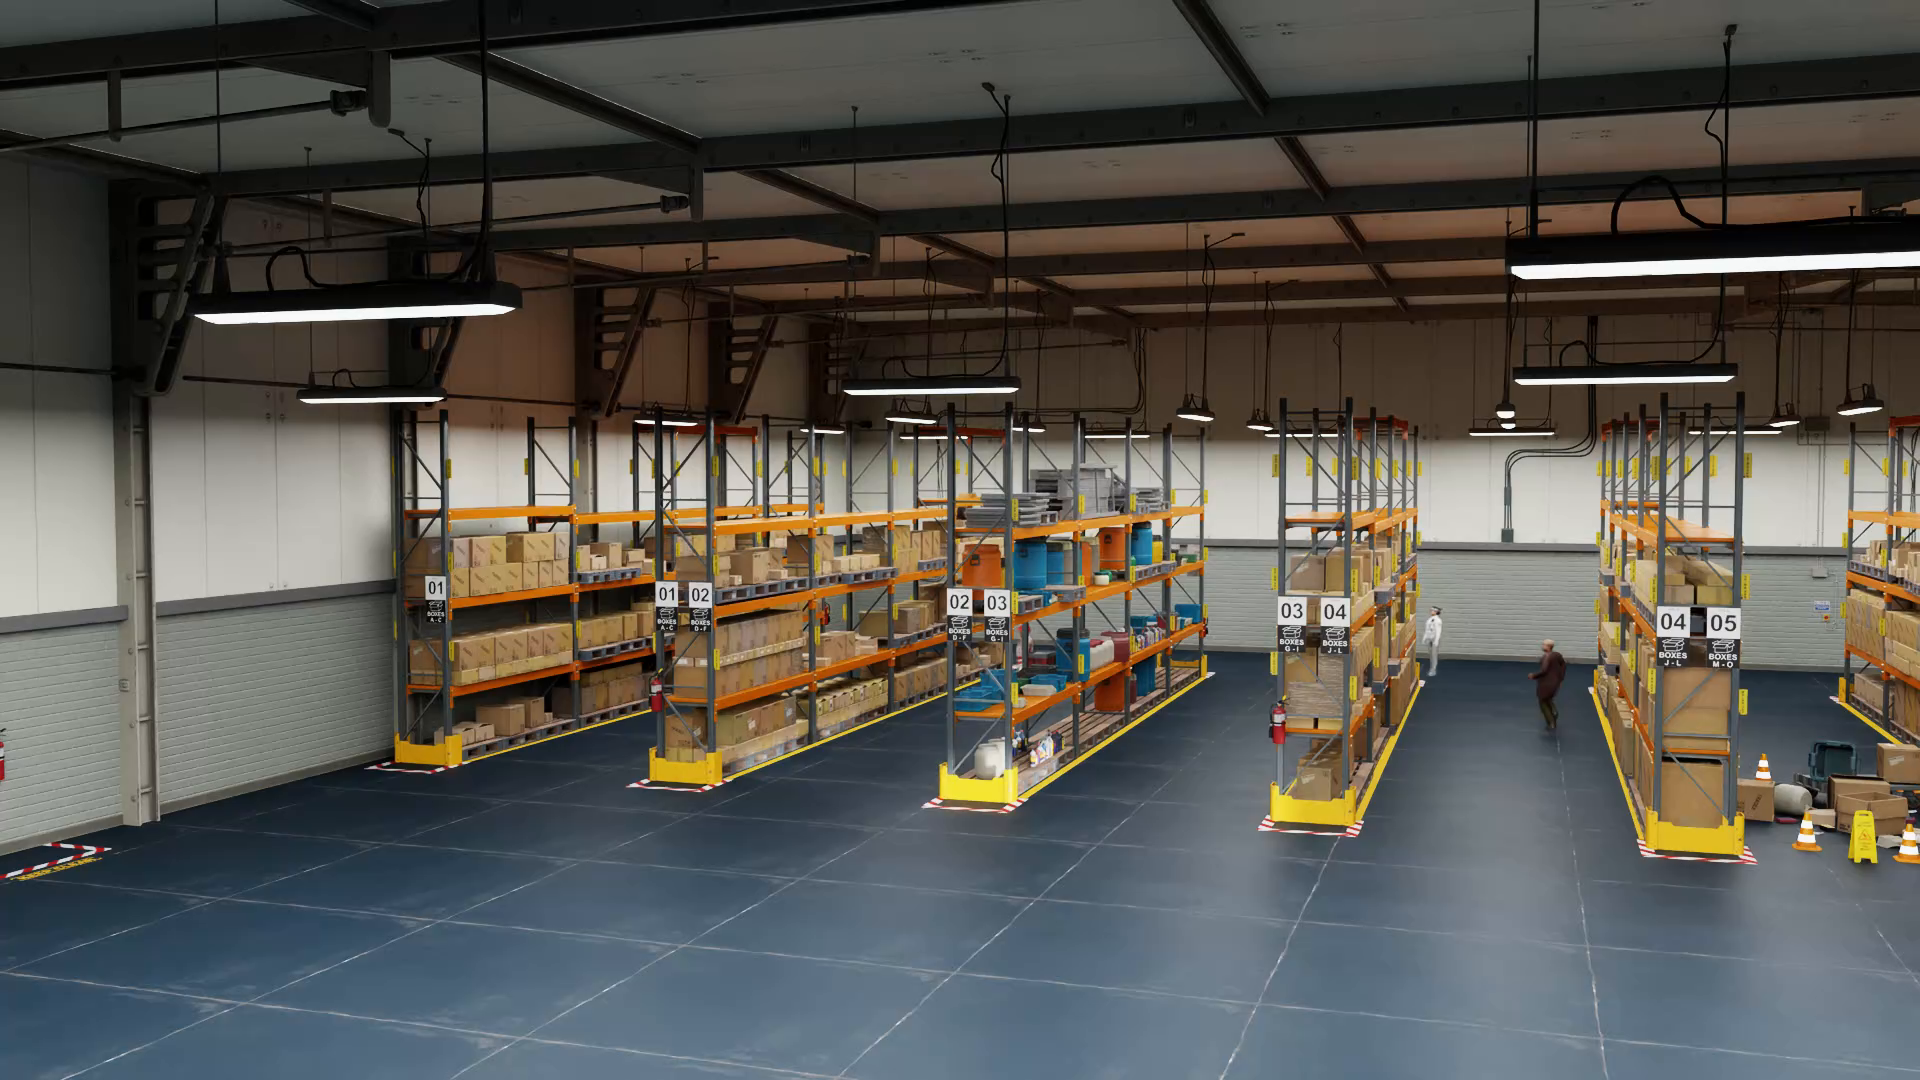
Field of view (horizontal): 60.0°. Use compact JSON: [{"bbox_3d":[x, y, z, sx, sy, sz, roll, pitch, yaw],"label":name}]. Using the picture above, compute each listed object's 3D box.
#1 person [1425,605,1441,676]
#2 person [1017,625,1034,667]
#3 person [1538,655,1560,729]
[{"bbox_3d":[11.467,2.437,40.449,0.554,1.710,0.382,-2,3,-32],"label":"person"},{"bbox_3d":[1.289,2.630,34.366,0.512,1.803,0.572,1,3,13],"label":"person"},{"bbox_3d":[11.377,2.889,32.112,0.594,1.475,0.560,-1,3,-15],"label":"person"}]
